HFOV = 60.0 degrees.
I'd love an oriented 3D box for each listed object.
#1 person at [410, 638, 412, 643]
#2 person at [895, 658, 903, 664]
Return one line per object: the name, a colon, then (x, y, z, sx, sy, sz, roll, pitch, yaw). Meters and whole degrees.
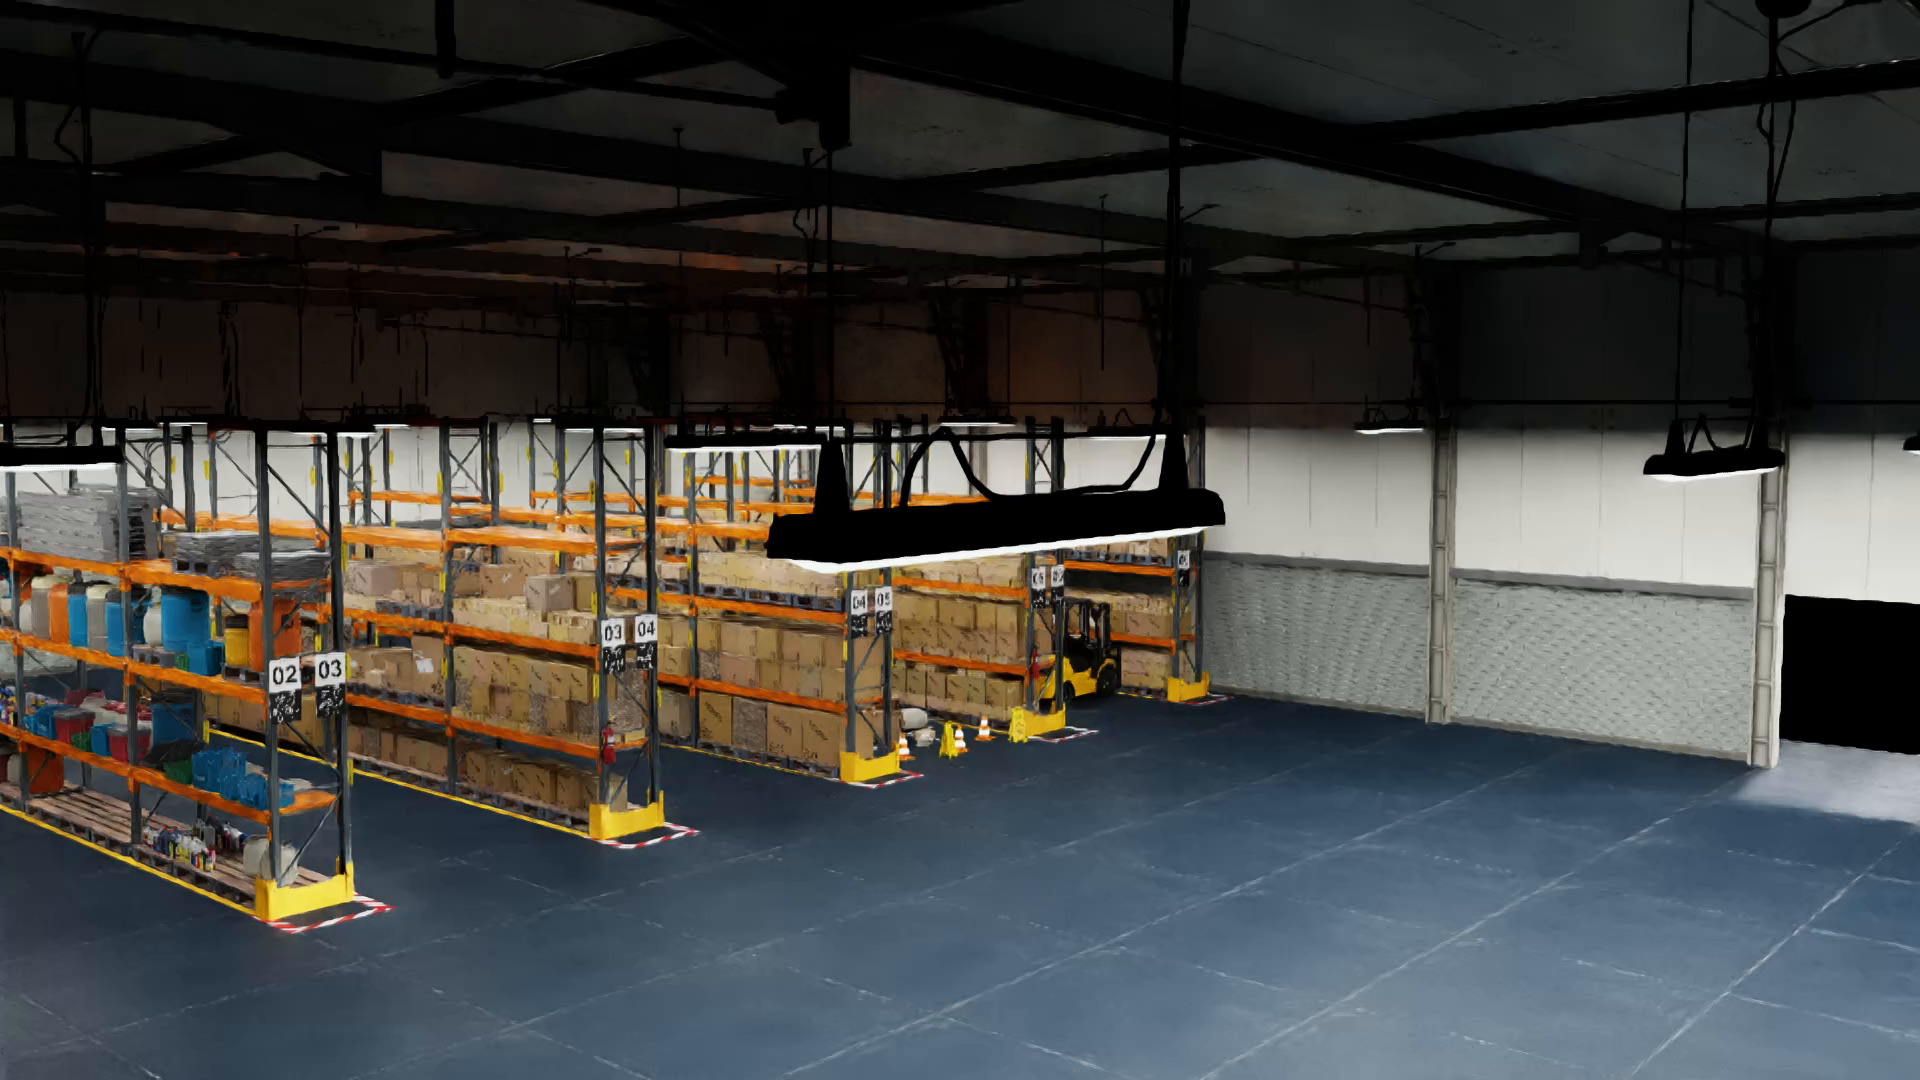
person: (-13.319, 2.078, 40.685, 0.557, 1.603, 0.368, 1, 5, 11)
person: (-1.344, 2.270, 38.004, 0.636, 1.775, 0.676, -2, 5, -21)
